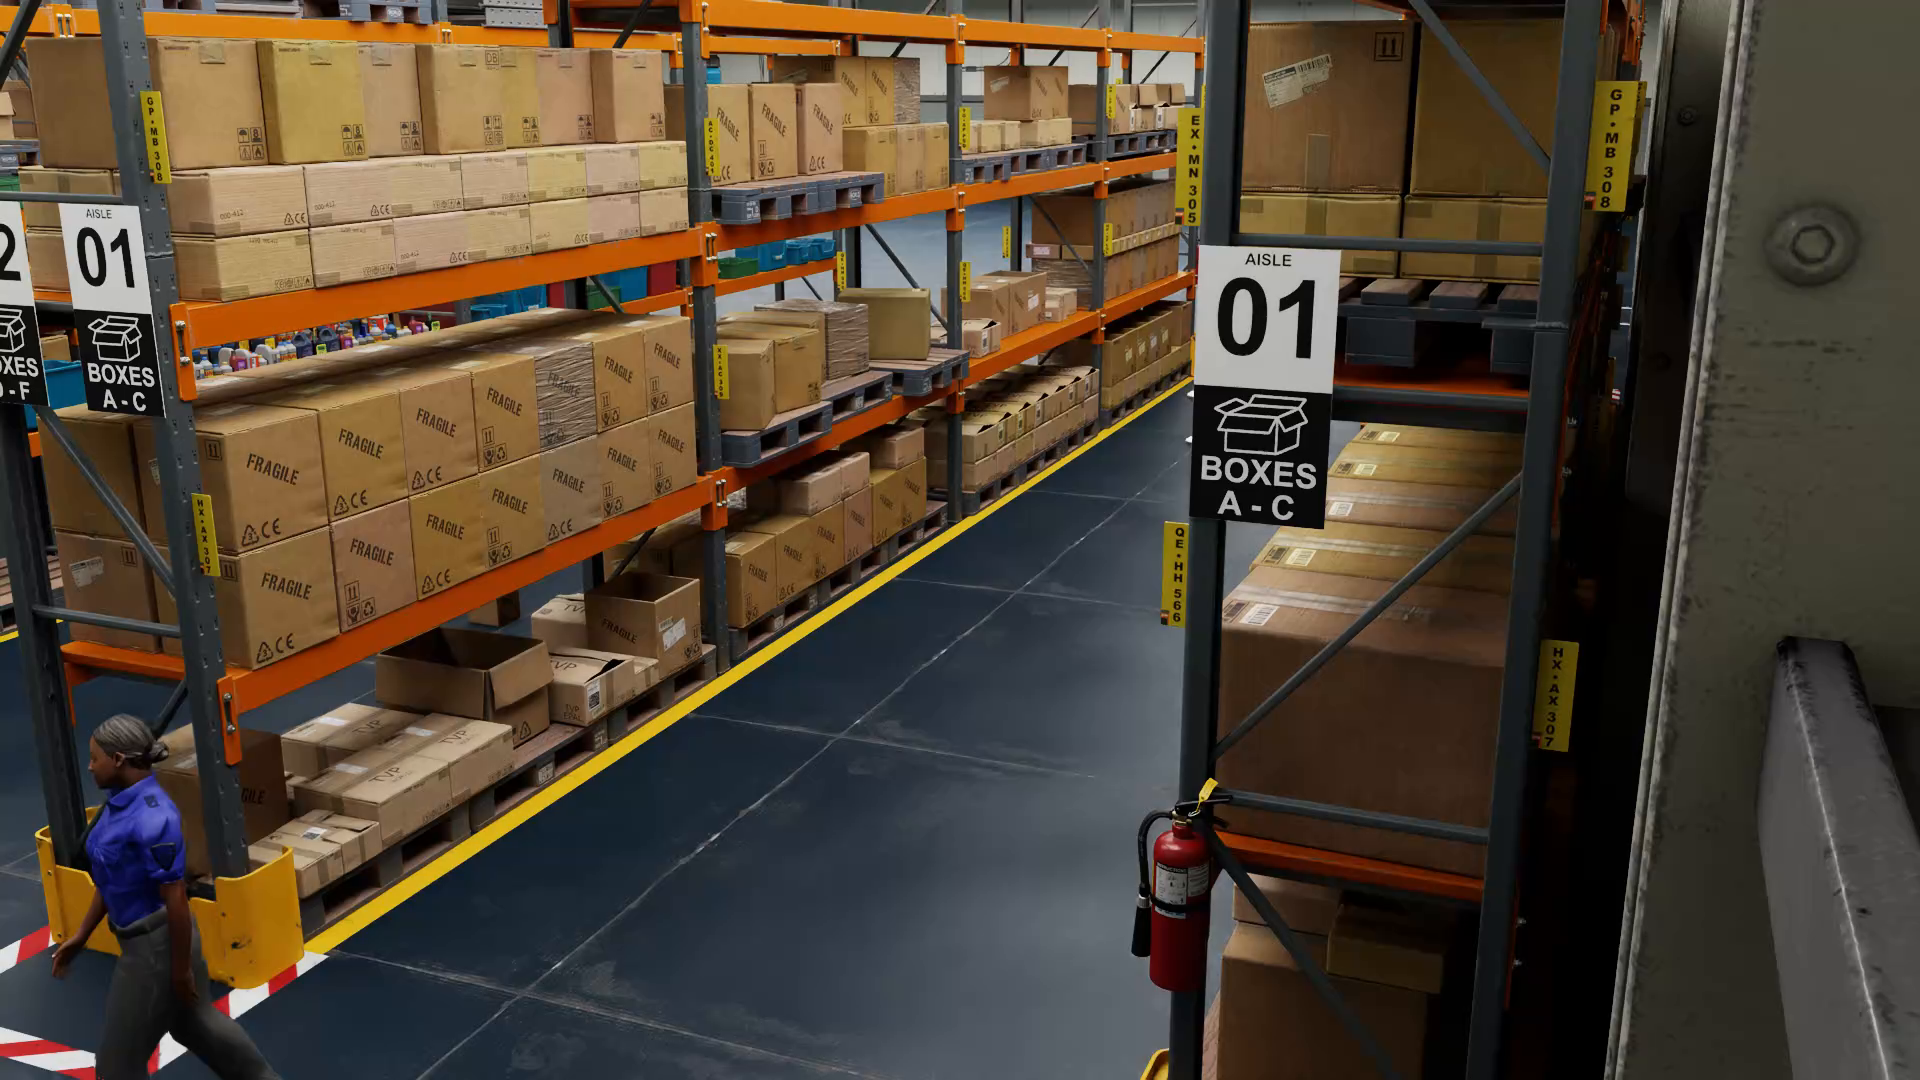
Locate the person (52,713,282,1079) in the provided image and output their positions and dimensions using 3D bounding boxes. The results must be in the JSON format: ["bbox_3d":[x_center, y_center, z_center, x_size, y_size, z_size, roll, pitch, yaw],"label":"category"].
[{"bbox_3d":[-2.716,1.335,5.601,0.720,1.540,0.494,-10,18,-32],"label":"person"}]
